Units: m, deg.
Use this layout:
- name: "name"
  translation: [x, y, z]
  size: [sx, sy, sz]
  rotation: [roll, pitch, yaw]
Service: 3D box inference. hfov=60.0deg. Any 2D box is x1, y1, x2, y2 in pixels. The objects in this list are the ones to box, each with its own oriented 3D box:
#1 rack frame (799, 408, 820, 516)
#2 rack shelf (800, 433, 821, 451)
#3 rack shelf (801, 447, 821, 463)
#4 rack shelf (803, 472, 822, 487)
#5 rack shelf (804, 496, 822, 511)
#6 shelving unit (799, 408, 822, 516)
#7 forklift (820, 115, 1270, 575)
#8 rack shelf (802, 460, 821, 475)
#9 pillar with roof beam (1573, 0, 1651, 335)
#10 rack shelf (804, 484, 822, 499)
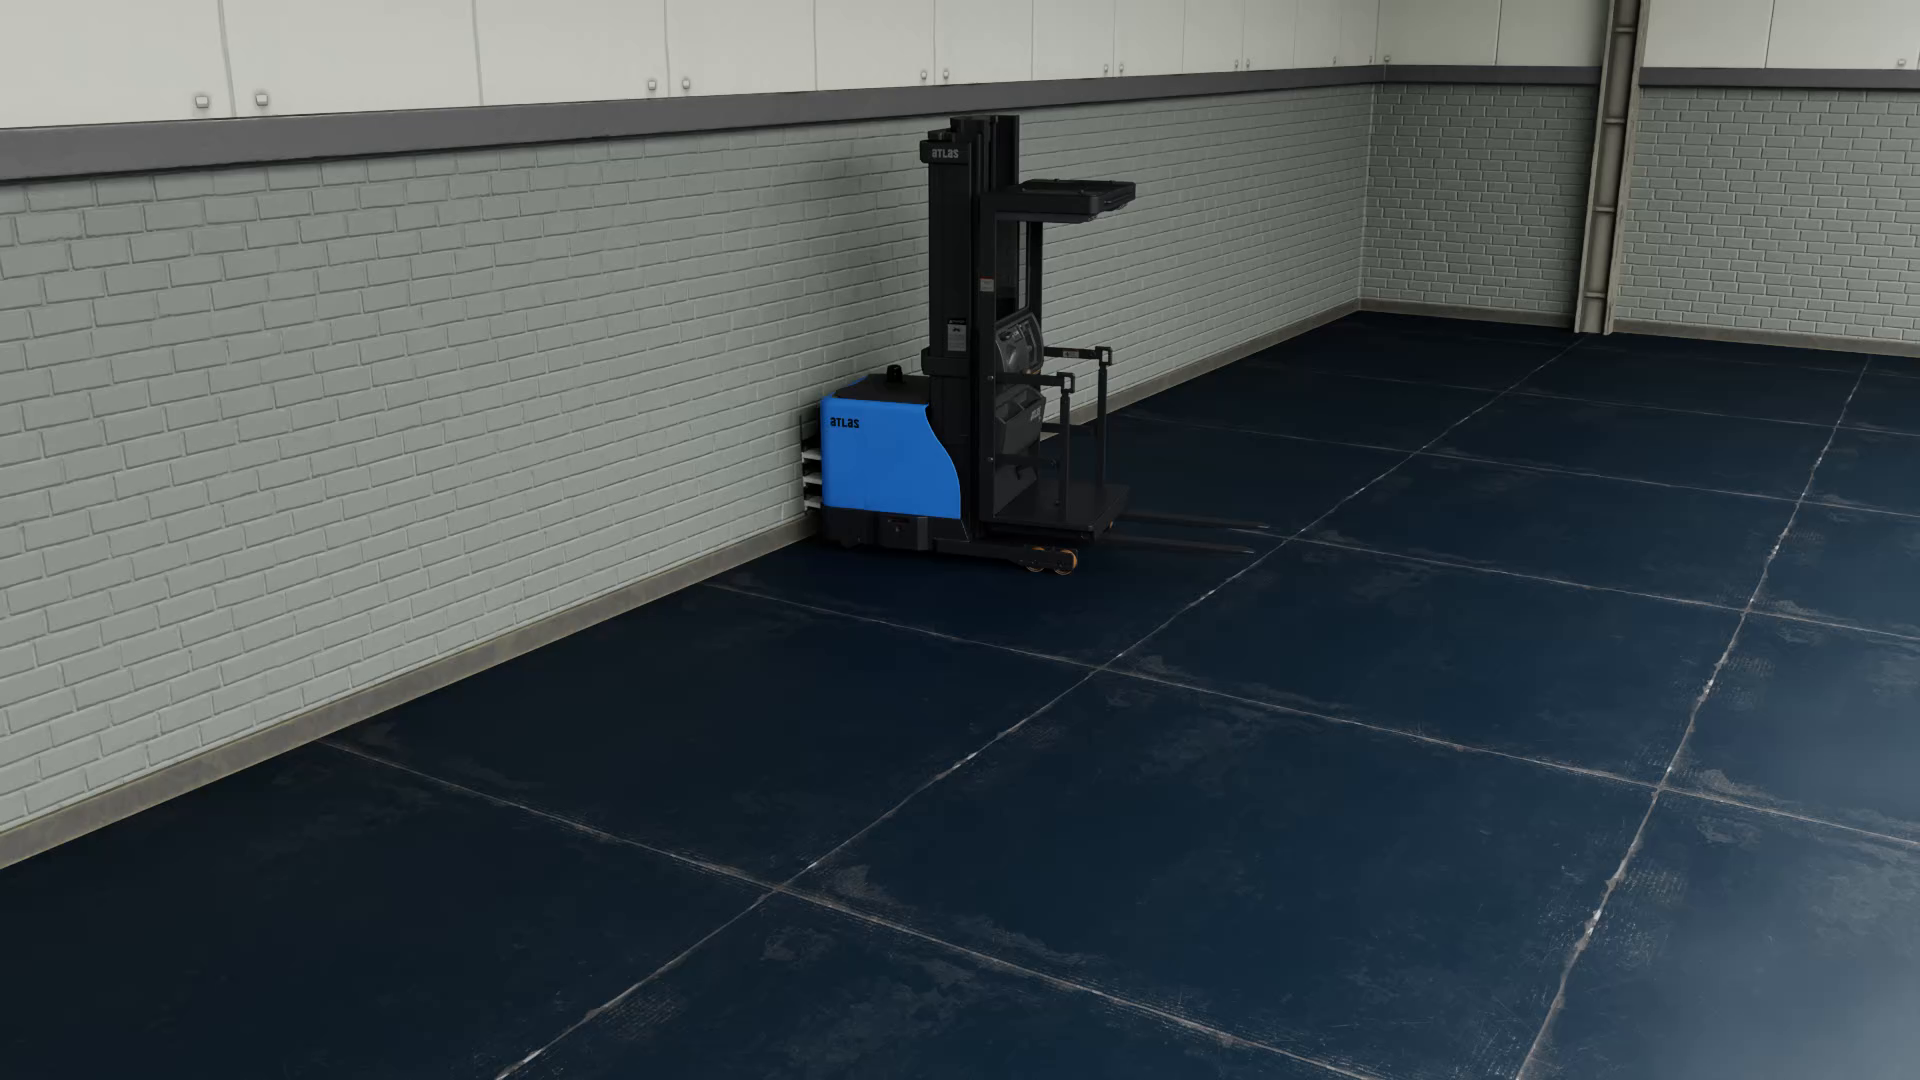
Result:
- name: "rack frame"
  translation: [-1.056, -0.484, 11.926]
  size: [0.006, 0.900, 0.240]
  rotation: [10, 23, 30]
- name: "rack shelf"
  translation: [-0.975, -0.691, 11.795]
  size: [0.200, 0.077, 0.258]
  rotation: [10, 23, 30]
- name: "rack shelf"
  translation: [-0.973, -0.606, 11.825]
  size: [0.200, 0.077, 0.258]
  rotation: [10, 23, 30]
- name: "rack shelf"
  translation: [-0.968, -0.437, 11.887]
  size: [0.200, 0.077, 0.258]
  rotation: [10, 23, 30]
- name: "rack shelf"
  translation: [-0.963, -0.268, 11.948]
  size: [0.200, 0.077, 0.258]
  rotation: [10, 23, 30]
- name: "shelving unit"
  translation: [-0.969, -0.468, 11.875]
  size: [0.210, 0.900, 0.258]
  rotation: [10, 23, 30]
- name: "forklift"
  translation: [0.594, -1.343, 11.259]
  size: [3.031, 2.935, 1.130]
  rotation: [6, 18, 18]
- name: "rack shelf"
  translation: [-0.970, -0.522, 11.856]
  size: [0.200, 0.077, 0.258]
  rotation: [10, 23, 30]
- name: "pillar with roof beam"
  translation: [5.446, -5.772, 15.402]
  size: [0.400, 9.000, 9.100]
  rotation: [10, 20, 30]
- name: "rack shelf"
  translation: [-0.965, -0.353, 11.917]
  size: [0.200, 0.077, 0.258]
  rotation: [10, 23, 30]
